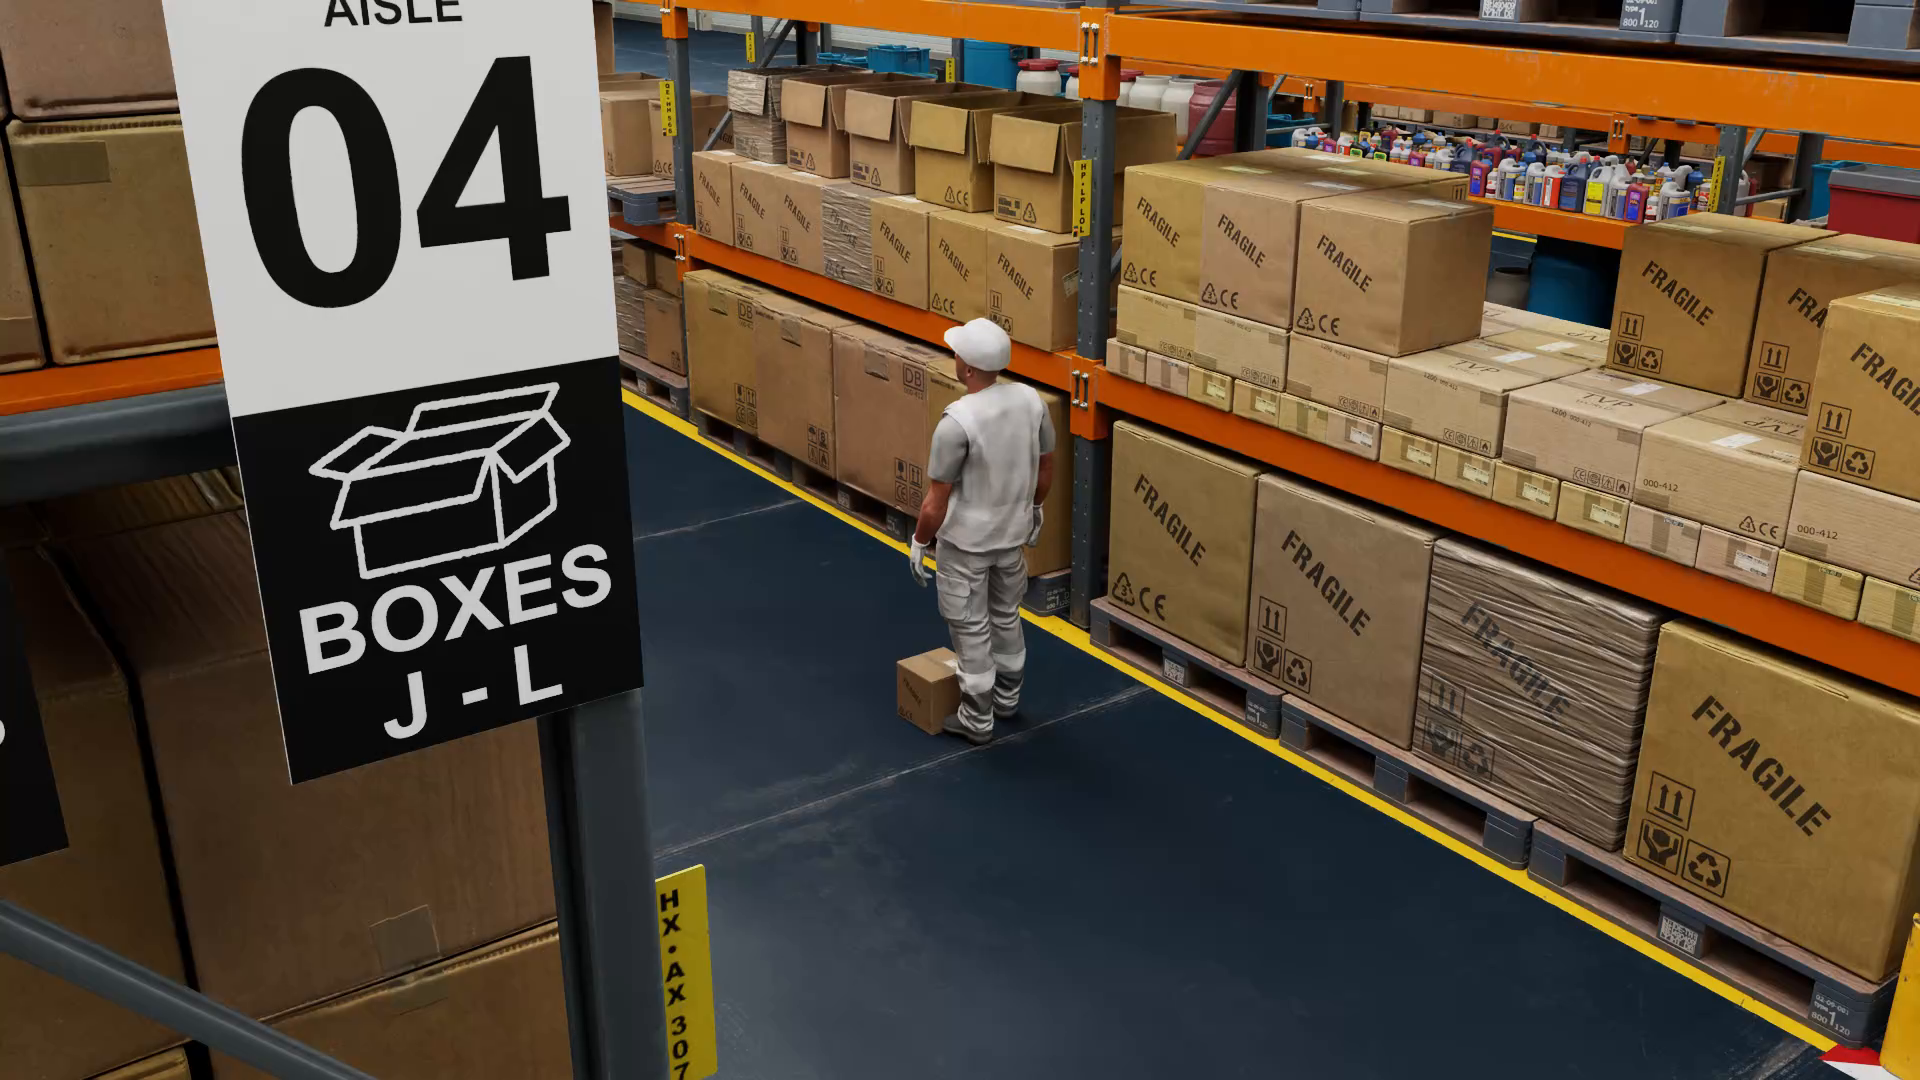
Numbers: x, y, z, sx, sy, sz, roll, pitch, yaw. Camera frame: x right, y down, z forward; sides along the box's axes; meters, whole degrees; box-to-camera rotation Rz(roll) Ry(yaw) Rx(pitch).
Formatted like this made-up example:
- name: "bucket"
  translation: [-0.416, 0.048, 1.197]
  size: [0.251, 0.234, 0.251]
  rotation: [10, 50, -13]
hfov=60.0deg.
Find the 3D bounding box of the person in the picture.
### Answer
- name: "person"
  translation: [0.048, -0.039, 6.624]
  size: [0.637, 1.788, 0.564]
  rotation: [-14, 25, -33]
